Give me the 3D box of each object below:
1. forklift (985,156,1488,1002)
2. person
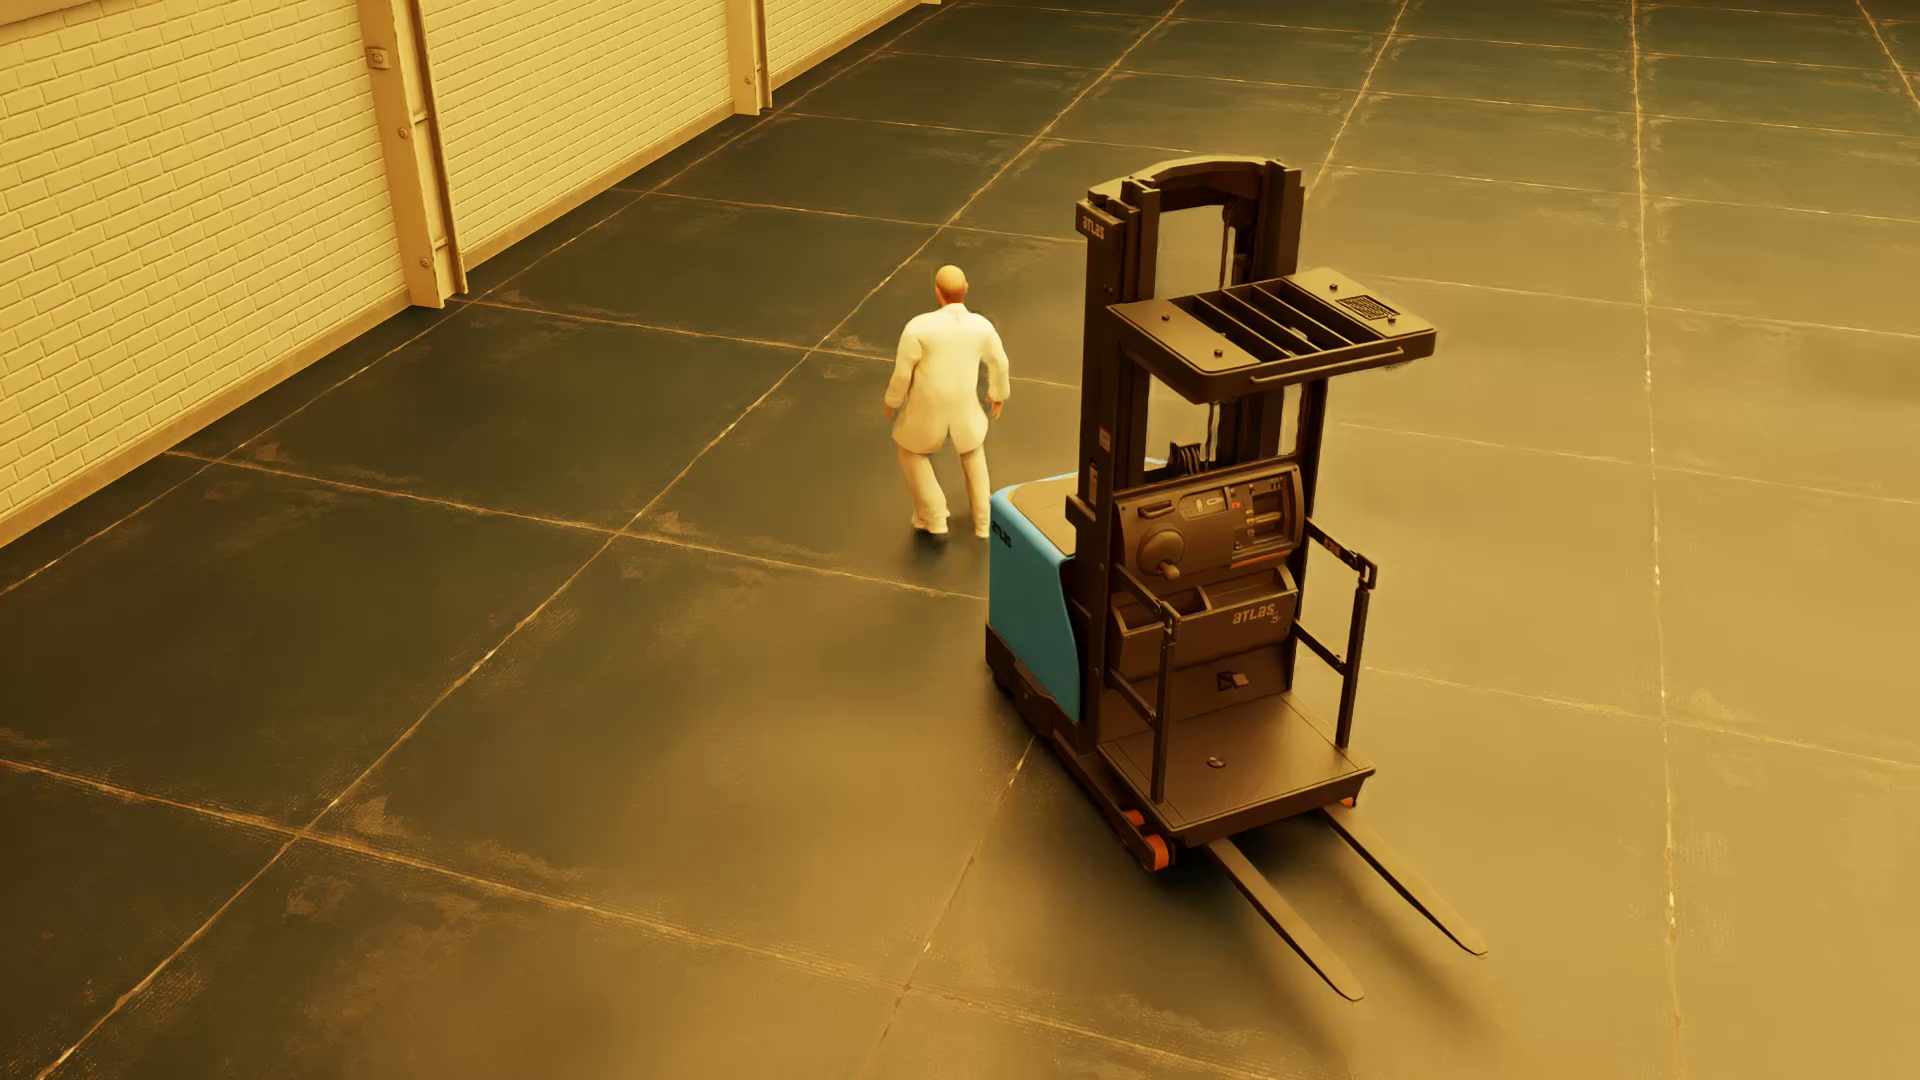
[{"bbox_3d":[1.207,-0.030,7.189,1.130,2.935,3.031,-13,32,-21],"label":"forklift"},{"bbox_3d":[-0.056,-0.805,9.783,0.777,1.708,0.464,-9,31,-16],"label":"person"}]
